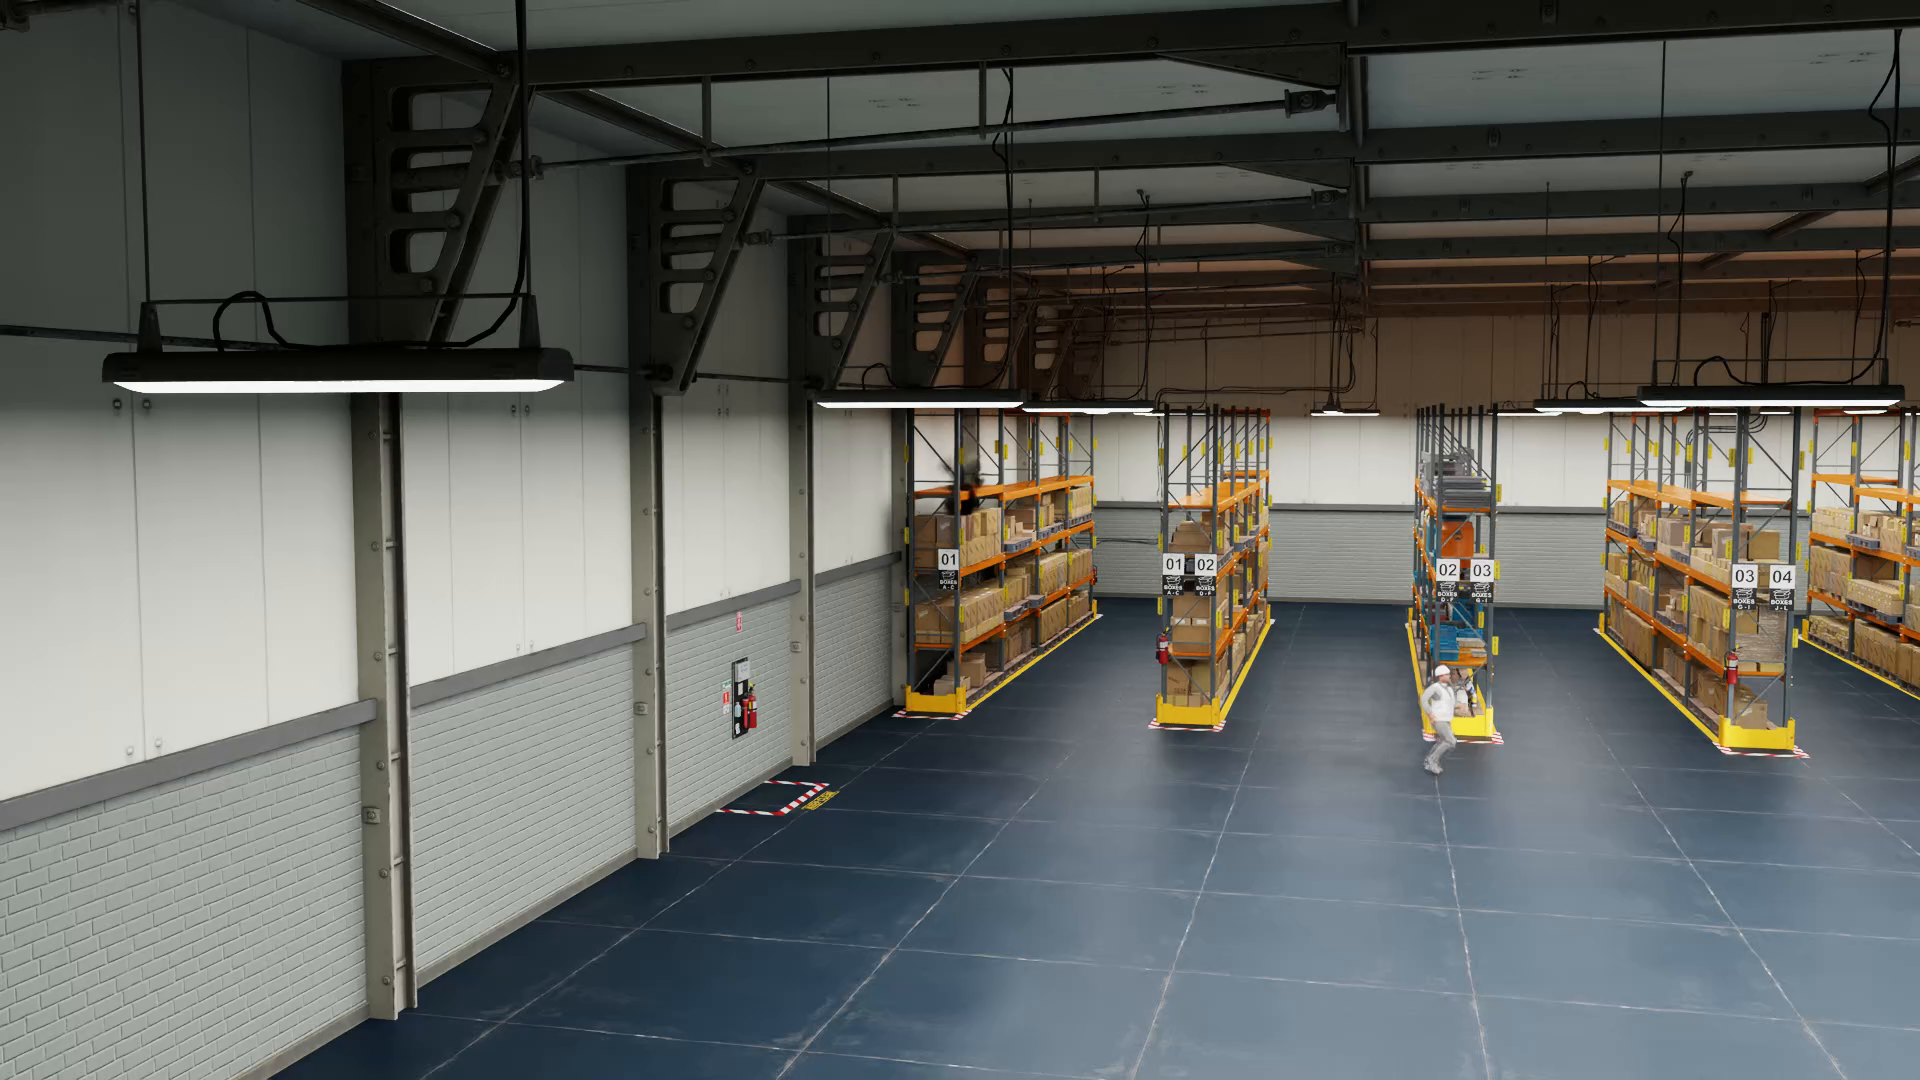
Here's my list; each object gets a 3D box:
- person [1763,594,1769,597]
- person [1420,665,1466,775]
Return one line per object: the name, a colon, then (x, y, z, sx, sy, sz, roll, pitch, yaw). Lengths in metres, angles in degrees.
person: (20.290, 1.852, 41.407, 0.701, 1.762, 0.850, 1, 4, 9)
person: (7.796, 2.896, 26.791, 0.656, 1.752, 0.661, 3, 5, 38)
